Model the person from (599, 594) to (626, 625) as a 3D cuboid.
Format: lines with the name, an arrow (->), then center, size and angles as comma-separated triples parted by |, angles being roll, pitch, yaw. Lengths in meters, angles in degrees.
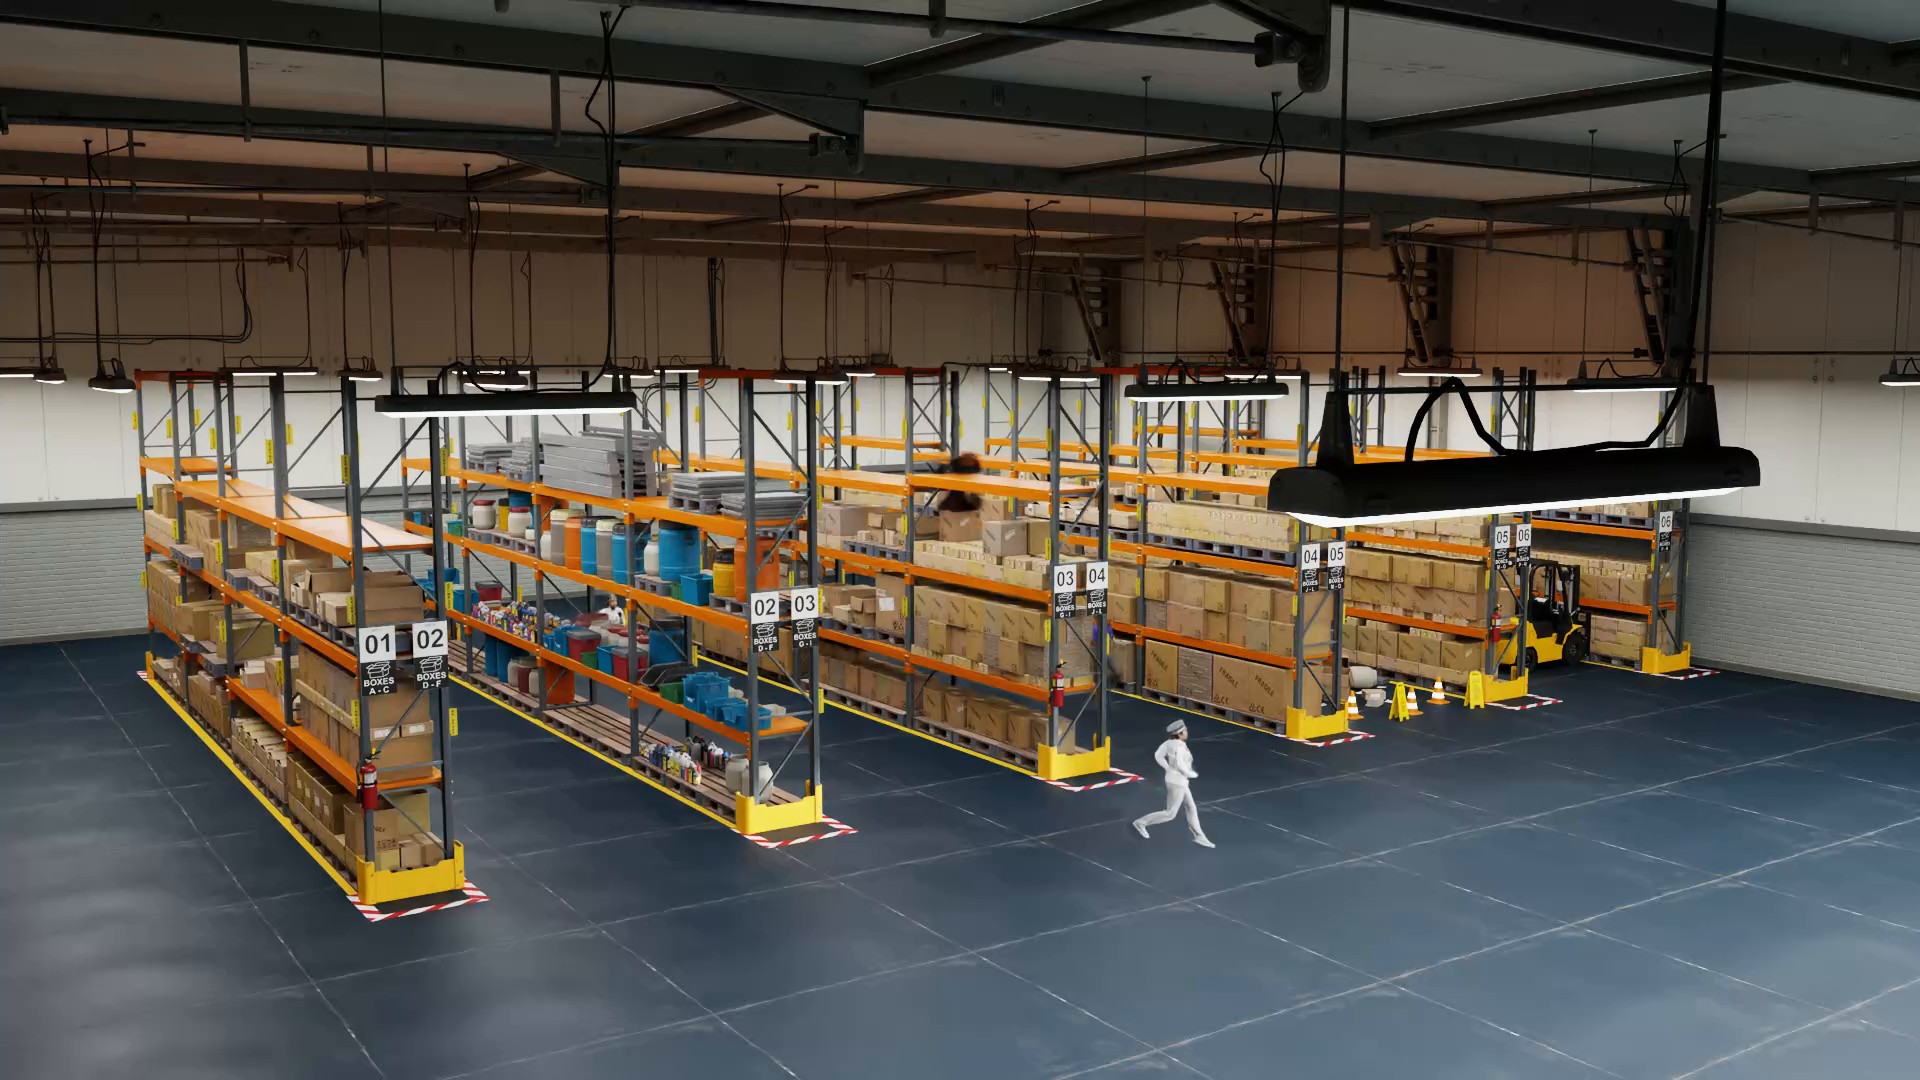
person -> -6.794, 1.866, 32.400 | 0.643, 1.676, 0.748 | -5, 8, -36

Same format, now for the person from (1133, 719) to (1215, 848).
person -> 2.733, 3.125, 21.158 | 1.092, 1.701, 0.584 | 0, 6, -4

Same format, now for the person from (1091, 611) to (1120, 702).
person -> 2.498, 2.011, 28.723 | 0.573, 1.645, 0.629 | -6, 9, -43
